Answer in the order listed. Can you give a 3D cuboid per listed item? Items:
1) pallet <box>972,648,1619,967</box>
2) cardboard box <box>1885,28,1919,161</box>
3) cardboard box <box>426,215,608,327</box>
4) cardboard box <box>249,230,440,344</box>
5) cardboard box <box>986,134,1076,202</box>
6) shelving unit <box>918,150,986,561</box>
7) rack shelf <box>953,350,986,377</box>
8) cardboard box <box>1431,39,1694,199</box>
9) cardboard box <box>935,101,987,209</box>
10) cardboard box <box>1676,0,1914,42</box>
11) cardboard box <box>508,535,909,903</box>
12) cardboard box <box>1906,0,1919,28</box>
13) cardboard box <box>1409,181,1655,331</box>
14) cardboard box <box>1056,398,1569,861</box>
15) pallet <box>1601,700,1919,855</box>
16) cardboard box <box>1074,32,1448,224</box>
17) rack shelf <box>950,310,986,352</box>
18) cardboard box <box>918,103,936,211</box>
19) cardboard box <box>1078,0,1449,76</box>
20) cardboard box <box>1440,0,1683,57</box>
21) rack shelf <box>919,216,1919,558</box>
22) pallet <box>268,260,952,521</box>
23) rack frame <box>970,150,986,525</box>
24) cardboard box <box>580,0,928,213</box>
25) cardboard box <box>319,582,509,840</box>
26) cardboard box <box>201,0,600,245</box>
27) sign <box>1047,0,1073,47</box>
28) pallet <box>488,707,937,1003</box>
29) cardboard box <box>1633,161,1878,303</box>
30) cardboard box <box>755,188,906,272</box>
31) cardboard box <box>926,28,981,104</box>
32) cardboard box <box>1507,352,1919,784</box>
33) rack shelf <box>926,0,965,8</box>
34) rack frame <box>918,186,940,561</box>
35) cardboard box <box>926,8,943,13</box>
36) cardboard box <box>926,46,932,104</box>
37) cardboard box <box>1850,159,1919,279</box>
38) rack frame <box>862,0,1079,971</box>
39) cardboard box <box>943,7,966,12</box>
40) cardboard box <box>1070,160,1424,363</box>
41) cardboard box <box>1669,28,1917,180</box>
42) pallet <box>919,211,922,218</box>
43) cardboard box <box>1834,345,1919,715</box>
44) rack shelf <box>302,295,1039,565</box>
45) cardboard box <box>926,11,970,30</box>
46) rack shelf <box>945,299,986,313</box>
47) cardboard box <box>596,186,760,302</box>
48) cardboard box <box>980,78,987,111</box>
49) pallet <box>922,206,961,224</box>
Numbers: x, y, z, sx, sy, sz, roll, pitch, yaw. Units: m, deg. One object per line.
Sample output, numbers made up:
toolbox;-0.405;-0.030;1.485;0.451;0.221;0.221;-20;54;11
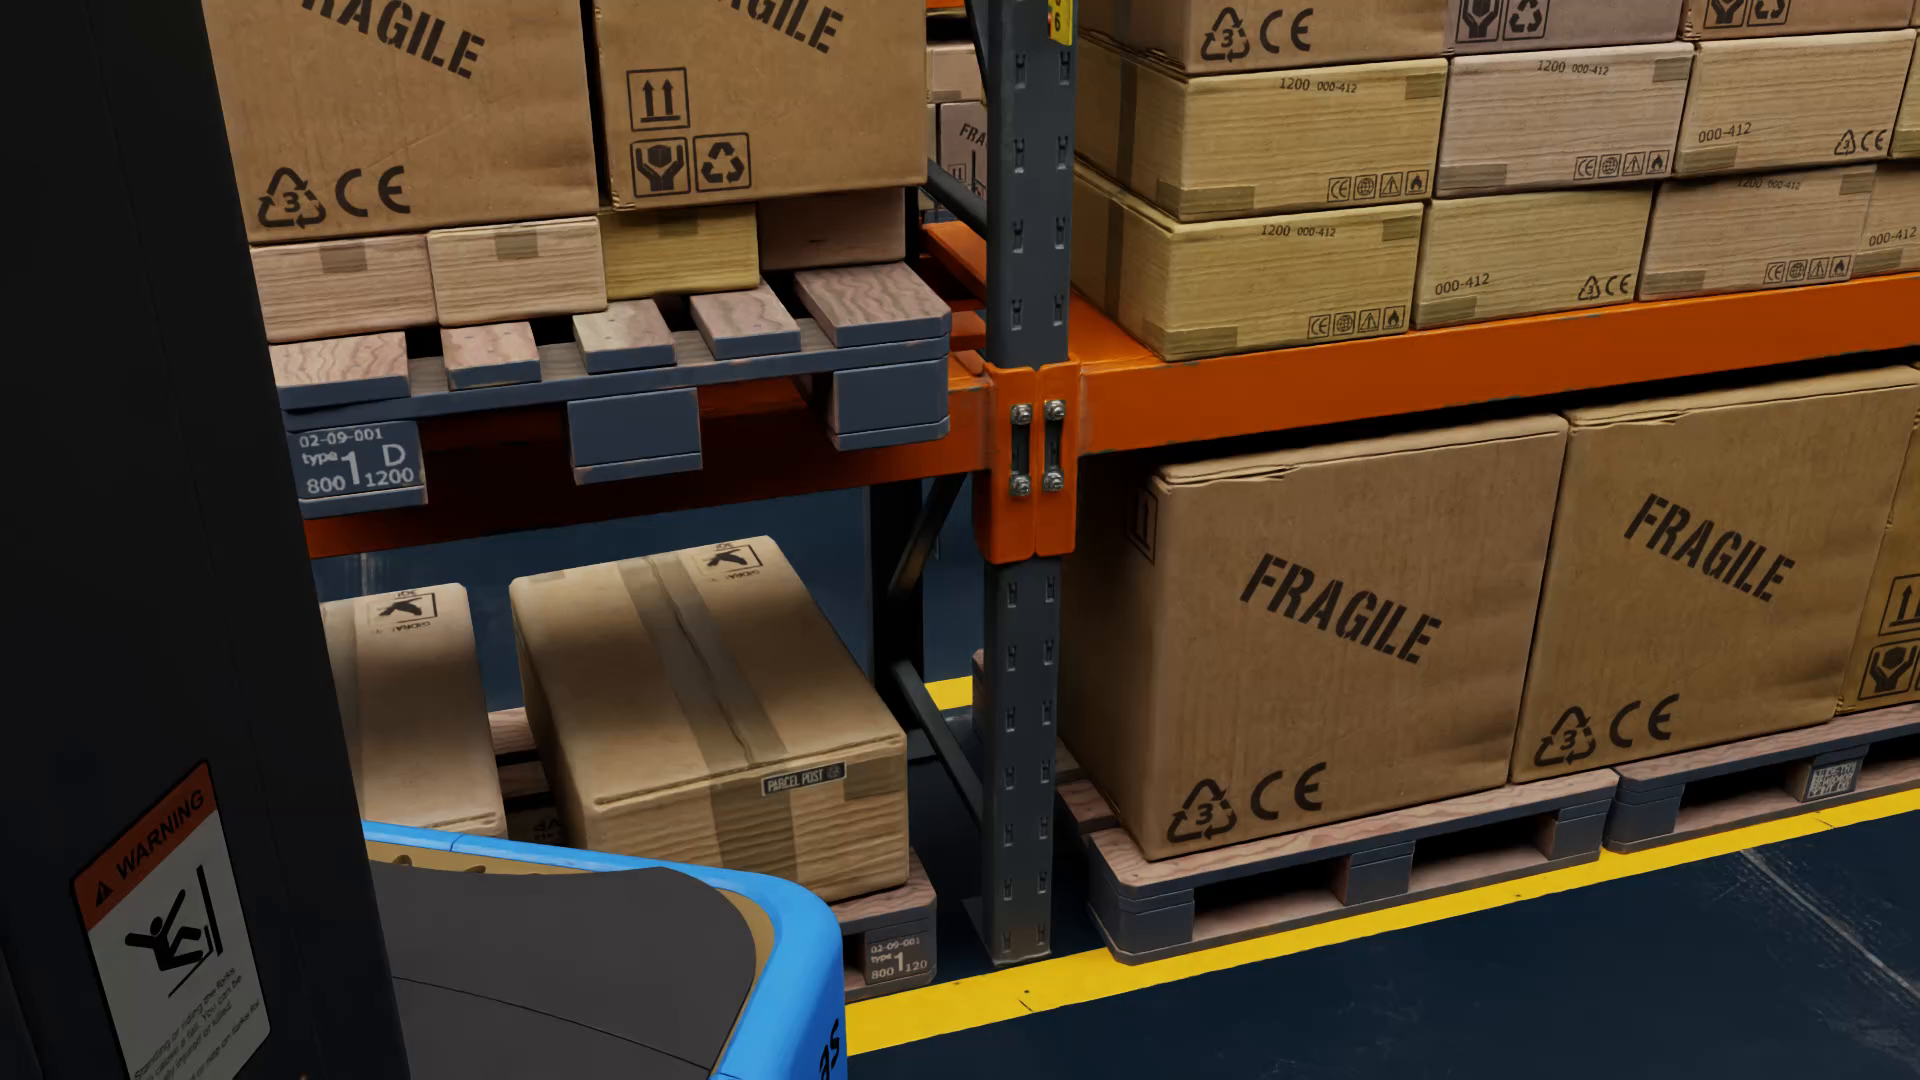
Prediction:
pallet;0.750;0.502;4.001;1.213;0.211;1.003;-8;28;-16
cardboard box;1.991;-0.991;3.479;0.500;0.250;0.500;-8;27;-15
cardboard box;-0.720;-0.480;2.654;0.250;0.149;0.380;-8;28;-17
cardboard box;-0.962;-0.449;2.591;0.250;0.149;0.380;-10;28;-19
cardboard box;0.377;-0.782;3.621;0.500;0.250;0.500;-9;28;-18
shelving unit;-0.014;-0.535;4.979;0.189;1.200;0.258;-8;28;-16
rack shelf;-0.014;-0.496;4.999;0.180;0.103;0.258;-8;28;-16
cardboard box;1.027;-0.863;3.221;0.500;0.250;0.500;-8;27;-15
cardboard box;0.063;-1.951;8.144;0.500;0.500;0.500;-9;28;-17
cardboard box;1.487;-1.264;3.187;0.500;0.500;0.500;-7;27;-15
cardboard box;-0.563;0.392;3.569;0.625;0.372;0.950;-10;28;-20
cardboard box;1.968;-1.332;3.324;0.500;0.500;0.500;-8;27;-15
cardboard box;1.003;-0.642;3.339;0.500;0.250;0.500;-9;28;-18
cardboard box;0.659;0.033;3.726;0.875;0.875;0.875;-8;28;-17
pallet;1.908;0.336;4.336;1.213;0.211;1.003;-8;28;-16
cardboard box;0.535;-0.792;3.079;0.500;0.250;0.500;-8;28;-16
rack shelf;-0.014;-0.603;4.946;0.180;0.103;0.258;-8;28;-16
cardboard box;-0.423;-1.878;7.998;0.500;0.500;0.500;-8;27;-15
cardboard box;0.522;-1.127;2.911;0.500;0.500;0.500;-9;28;-18
cardboard box;0.990;-1.200;3.056;0.500;0.500;0.500;-8;28;-16
rack shelf;1.879;-0.623;3.941;4.000;0.370;1.077;-8;28;-16
pallet;-0.668;-0.441;2.981;1.003;0.211;1.213;-8;28;-16
rack frame;0.073;-0.548;5.005;0.006;1.200;0.240;-8;28;-16
cardboard box;-0.369;-0.856;2.682;0.500;0.500;0.500;-9;28;-18
cardboard box;-1.263;0.497;3.358;0.625;0.372;0.950;-9;28;-17
cardboard box;-0.857;-0.780;2.529;0.500;0.500;0.500;-9;28;-17
sign;0.154;-0.925;2.527;0.005;0.325;0.100;-8;28;-16
pallet;-0.767;0.686;3.631;1.213;0.211;1.003;-8;28;-16
cardboard box;1.504;-0.712;3.479;0.500;0.250;0.500;-7;27;-14
cardboard box;-0.262;-0.601;2.898;0.250;0.149;0.380;-7;27;-14
cardboard box;0.035;-2.279;7.962;0.500;0.250;0.500;-8;28;-16
cardboard box;1.509;-0.088;3.970;0.875;0.875;0.875;-8;27;-15
rack shelf;0.250;-2.702;8.129;4.000;0.370;1.077;-8;28;-16
rack frame;-0.101;-0.523;4.954;0.006;1.200;0.240;-8;28;-16
cardboard box;-0.740;-4.427;12.712;0.875;0.875;1.225;-9;28;-18
cardboard box;-0.439;-2.216;7.836;0.500;0.250;0.500;-9;28;-17
cardboard box;1.972;-0.781;3.619;0.500;0.250;0.500;-8;28;-16
rack frame;-0.023;-0.670;3.227;0.127;3.000;1.000;-8;28;-16
cardboard box;0.109;-4.551;12.961;0.875;0.875;1.225;-8;28;-16
cardboard box;0.520;-0.564;3.181;0.500;0.250;0.500;-9;28;-17
cardboard box;1.505;-0.926;3.349;0.500;0.250;0.500;-8;28;-16
pallet;-0.909;-1.607;8.250;1.213;0.211;1.003;-8;28;-16
cardboard box;2.359;-0.211;4.218;0.875;0.875;0.875;-7;27;-15
rack shelf;-1.925;-0.073;2.832;4.000;0.370;1.077;-8;28;-16
cardboard box;-0.118;-2.496;8.400;0.500;0.250;0.500;-8;27;-15
rack shelf;-0.014;-0.711;4.892;0.180;0.103;0.258;-8;28;-16
cardboard box;-0.494;-0.534;2.762;0.250;0.149;0.380;-8;27;-15
cardboard box;0.359;-1.001;3.500;0.500;0.250;0.500;-8;28;-16
pallet;0.249;-1.774;8.585;1.213;0.211;1.003;-8;28;-16
